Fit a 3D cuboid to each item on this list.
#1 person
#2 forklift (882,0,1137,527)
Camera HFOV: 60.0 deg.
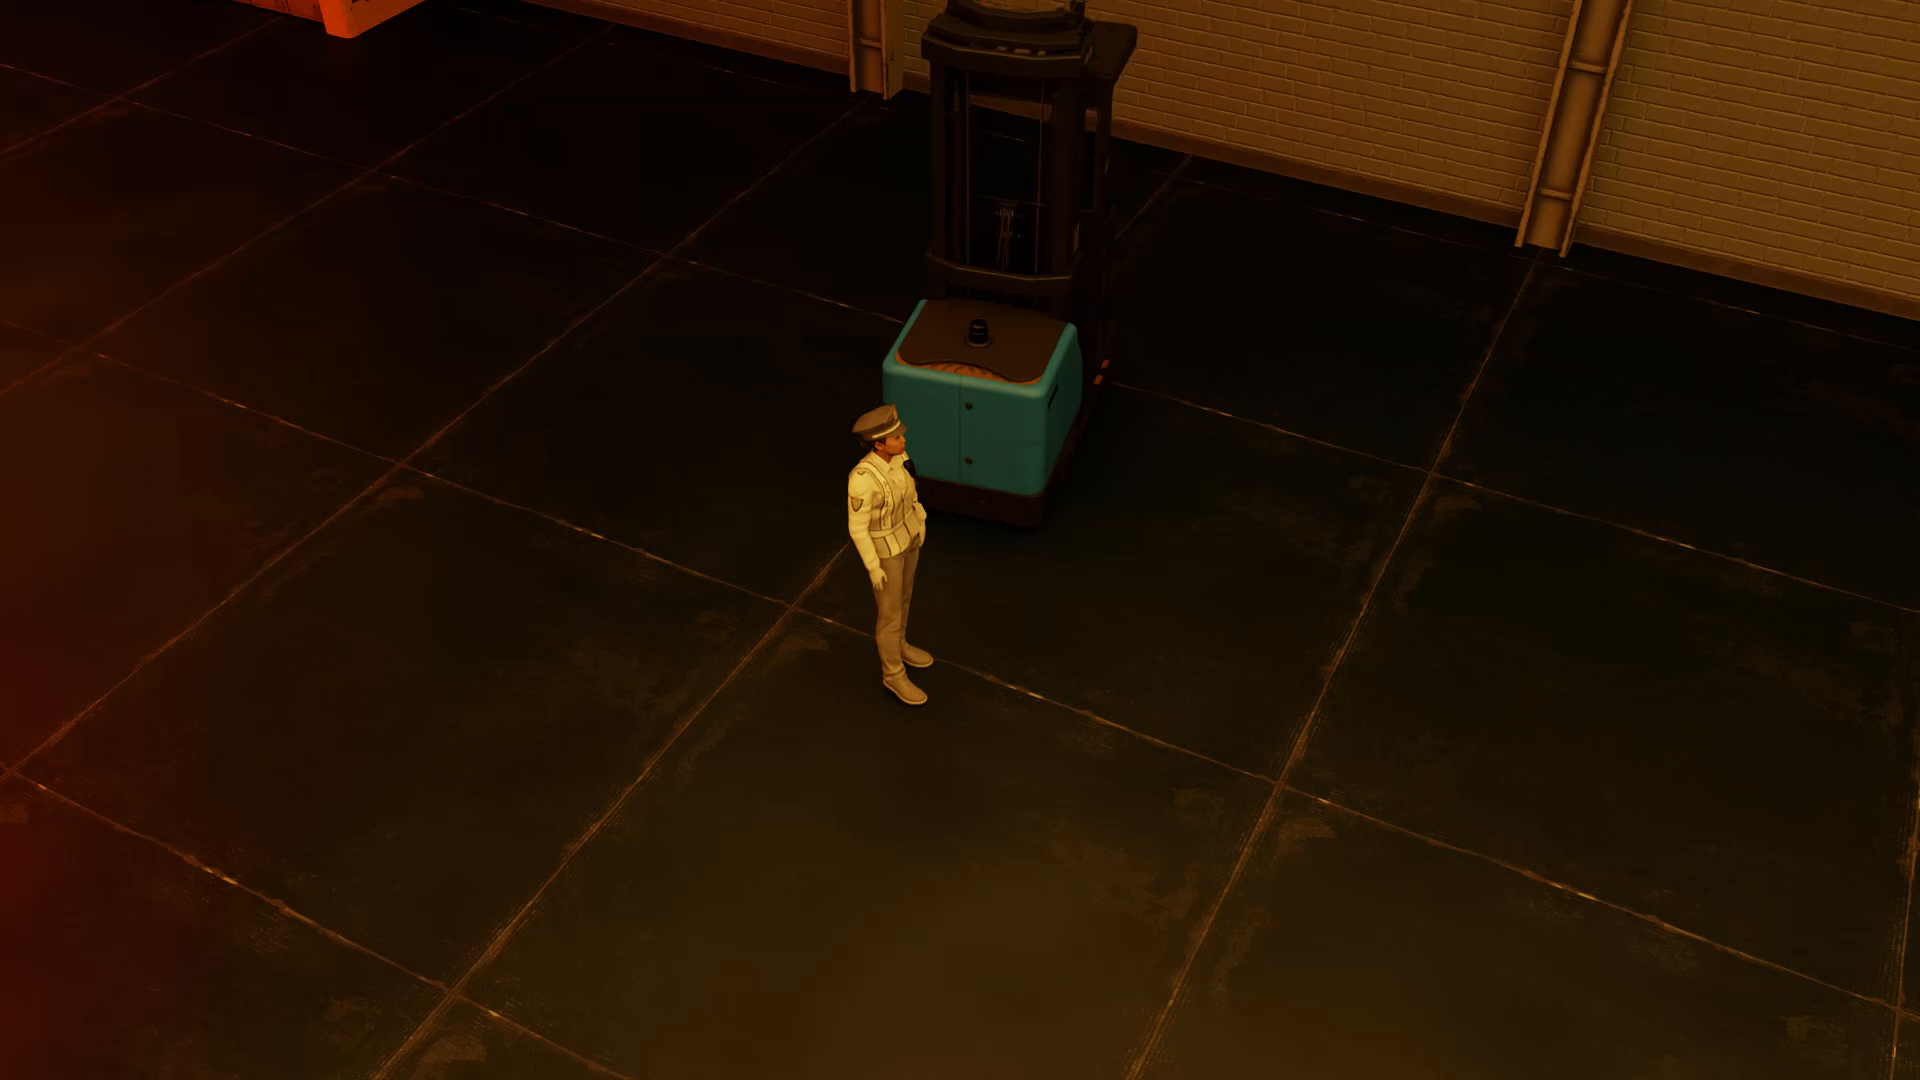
[{"bbox_3d":[-0.312,0.040,8.888,0.531,1.696,0.590,19,44,21],"label":"person"},{"bbox_3d":[0.435,-2.158,10.549,1.130,2.935,3.031,11,41,13],"label":"forklift"}]
